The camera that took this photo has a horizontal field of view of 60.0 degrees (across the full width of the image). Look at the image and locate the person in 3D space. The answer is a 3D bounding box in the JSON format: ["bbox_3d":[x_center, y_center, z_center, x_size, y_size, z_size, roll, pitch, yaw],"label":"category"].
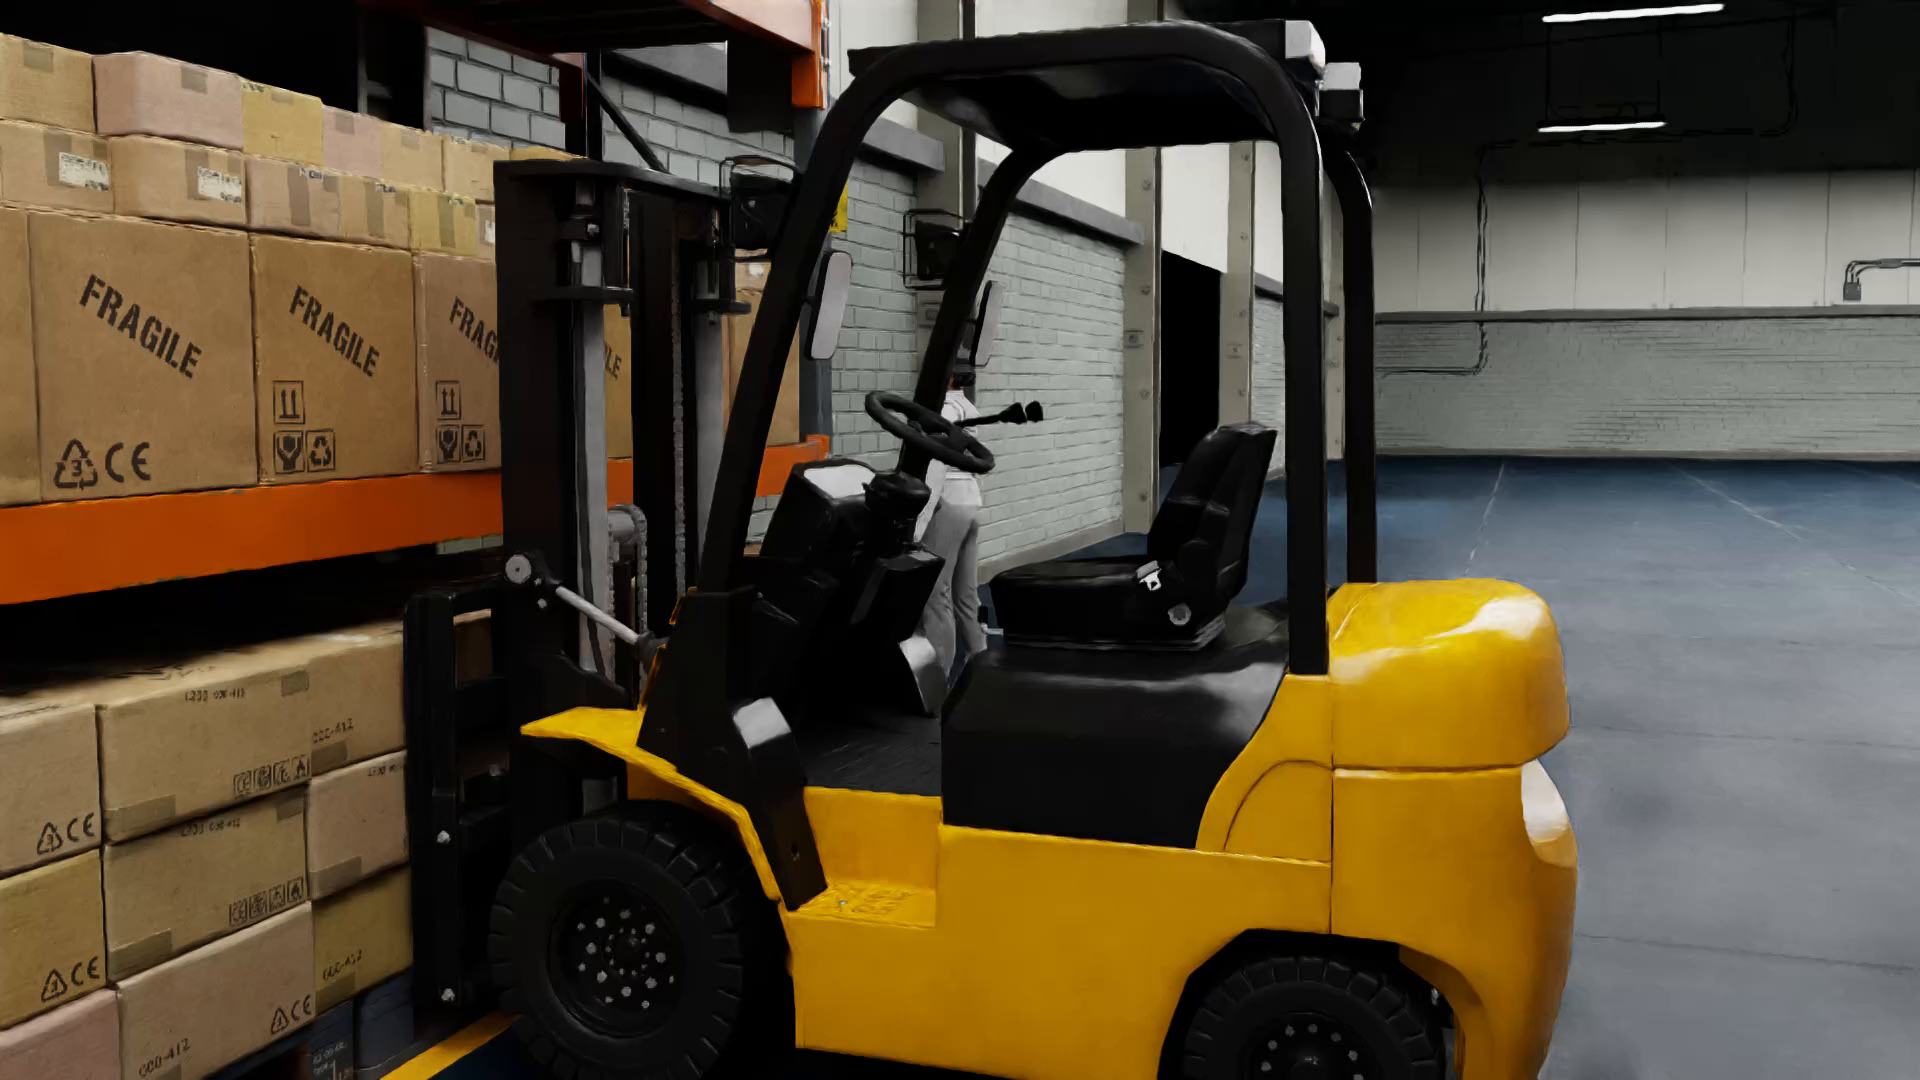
[{"bbox_3d":[-0.081,-0.089,7.827,0.389,1.684,0.597,2,6,20],"label":"person"}]
